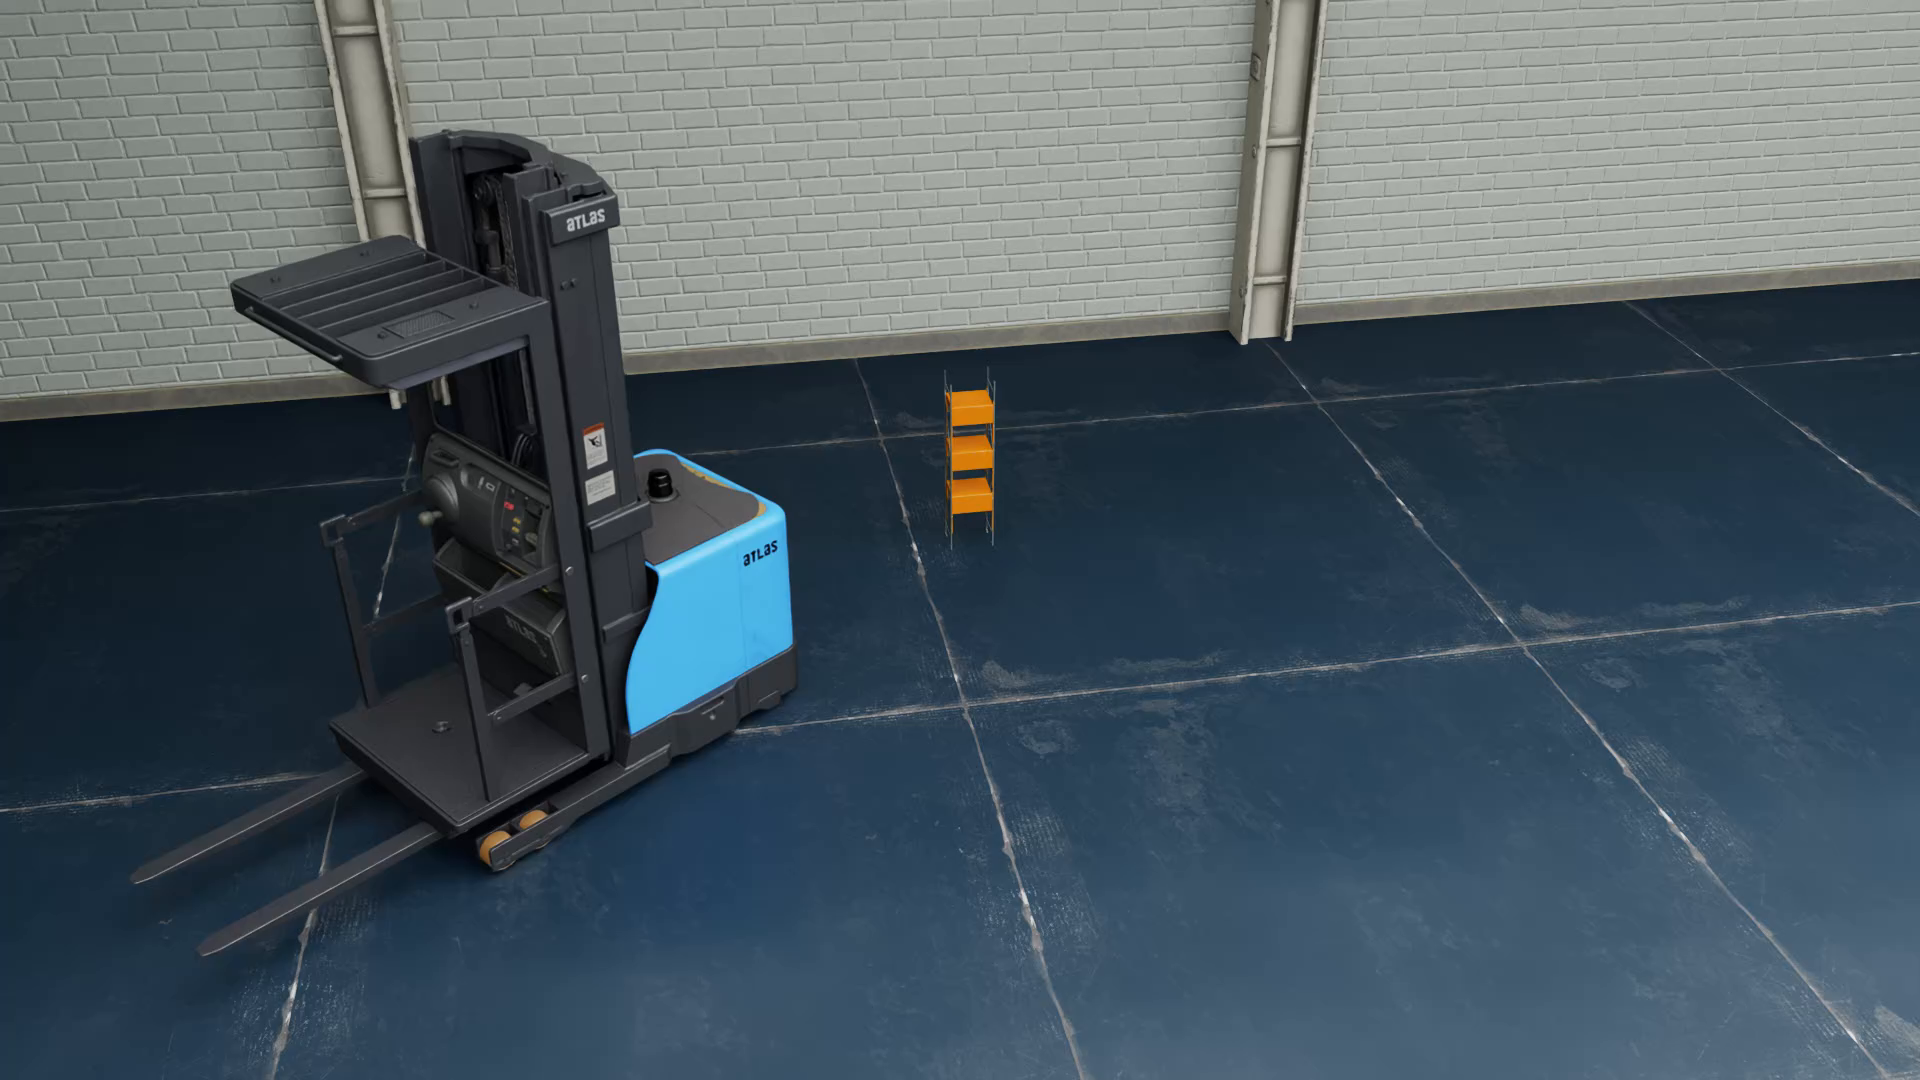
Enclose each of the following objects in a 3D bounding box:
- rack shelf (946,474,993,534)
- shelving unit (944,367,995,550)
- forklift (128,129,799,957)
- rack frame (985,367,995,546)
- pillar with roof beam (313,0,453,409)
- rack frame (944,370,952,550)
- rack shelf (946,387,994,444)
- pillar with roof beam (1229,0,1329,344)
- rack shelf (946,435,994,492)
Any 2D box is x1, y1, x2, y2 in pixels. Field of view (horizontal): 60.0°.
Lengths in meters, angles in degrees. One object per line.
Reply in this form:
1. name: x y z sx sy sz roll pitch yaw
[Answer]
1. rack shelf: 0.053 -0.209 9.638 0.240 0.259 0.215 -5 31 -9
2. shelving unit: 0.053 -0.457 9.492 0.252 1.050 0.215 -5 31 -9
3. forklift: -2.188 -0.111 7.047 1.130 2.935 3.031 25 39 36
4. rack frame: 0.173 -0.469 9.511 0.008 1.050 0.200 -5 31 -9
5. pillar with roof beam: -2.904 -2.713 5.486 0.400 9.000 9.100 -5 31 -9
6. rack frame: -0.067 -0.446 9.473 0.008 1.050 0.200 -5 31 -9
7. rack shelf: 0.053 -0.693 9.354 0.240 0.259 0.215 -5 31 -9
8. pillar with roof beam: 2.998 -3.261 6.418 0.400 9.000 9.100 -5 31 -9
9. rack shelf: 0.053 -0.448 9.498 0.240 0.259 0.215 -5 31 -9
